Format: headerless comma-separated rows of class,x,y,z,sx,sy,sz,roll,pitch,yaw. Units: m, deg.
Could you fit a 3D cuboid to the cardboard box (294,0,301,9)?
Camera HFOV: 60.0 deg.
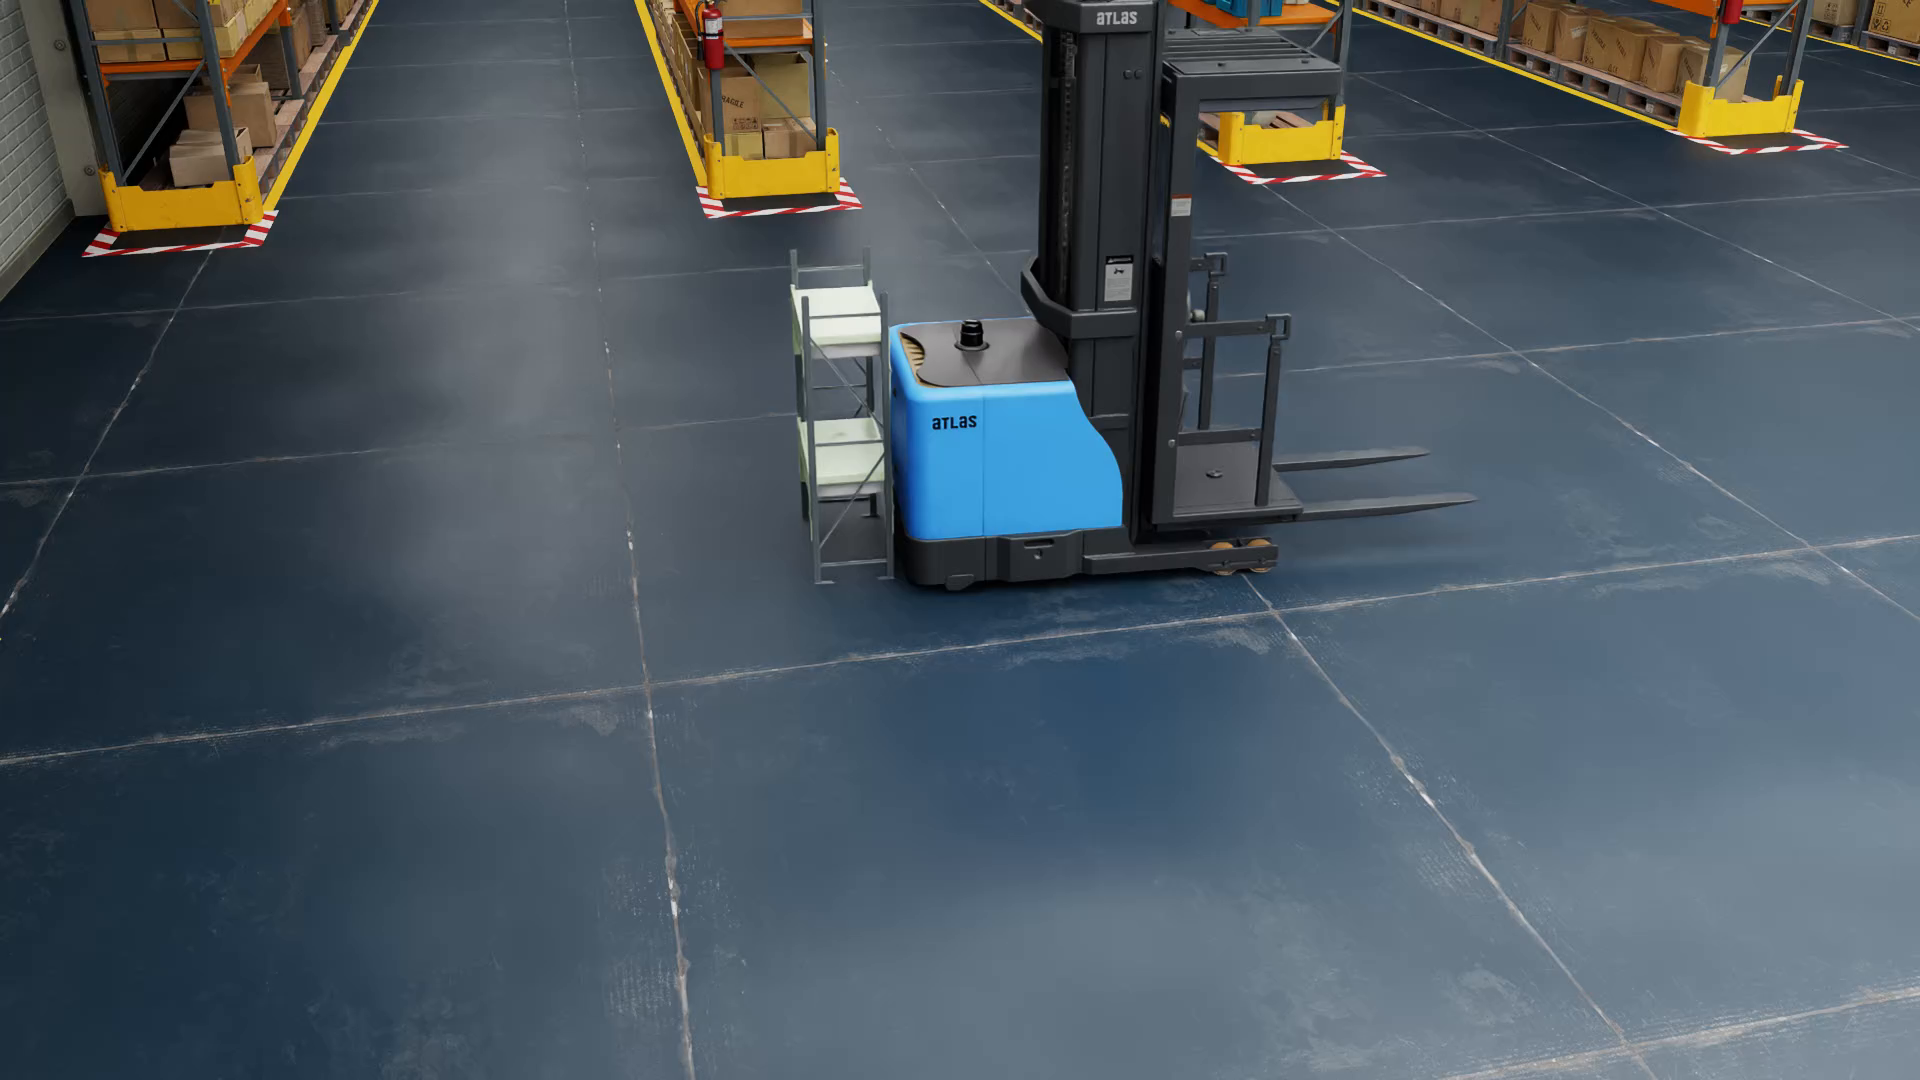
cardboard box,-8.032,-6.356,19.467,0.500,0.250,0.500,-5,27,-11

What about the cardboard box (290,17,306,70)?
cardboard box,-7.834,-5.603,18.809,0.700,0.500,0.500,-6,27,-11

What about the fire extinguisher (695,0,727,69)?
fire extinguisher,-2.110,-4.367,14.158,0.296,0.674,0.183,-6,27,-12

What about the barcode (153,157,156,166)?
barcode,-6.971,-3.276,14.397,0.001,0.075,0.075,-6,27,-12

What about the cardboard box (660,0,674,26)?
cardboard box,-3.299,-6.283,19.833,0.500,0.311,0.500,-6,27,-12

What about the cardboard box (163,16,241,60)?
cardboard box,-6.310,-4.184,13.855,0.500,0.250,0.500,-7,28,-13

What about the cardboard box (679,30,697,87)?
cardboard box,-2.560,-4.877,16.836,0.500,0.500,0.500,-6,27,-12

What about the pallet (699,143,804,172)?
pallet,-1.897,-3.587,15.622,1.003,0.211,1.213,-6,27,-12

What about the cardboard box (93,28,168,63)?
cardboard box,-6.803,-4.123,13.734,0.500,0.250,0.500,-6,27,-11

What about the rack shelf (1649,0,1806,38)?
rack shelf,7.518,-6.062,18.229,1.077,0.370,4.000,-6,27,-12

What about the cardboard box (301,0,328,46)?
cardboard box,-8.099,-6.277,20.144,0.700,0.500,0.500,-6,27,-11

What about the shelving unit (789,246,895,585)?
shelving unit,-0.590,-0.625,8.323,0.431,1.500,0.755,-4,27,-8

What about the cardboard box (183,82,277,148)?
cardboard box,-6.822,-3.966,15.565,0.700,0.500,0.500,-8,28,-15

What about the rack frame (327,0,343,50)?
rack frame,-8.312,-7.508,20.296,1.000,3.000,0.127,-6,27,-12

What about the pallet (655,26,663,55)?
pallet,-3.339,-6.402,21.200,1.003,0.211,1.213,-6,27,-12

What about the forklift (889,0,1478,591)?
forklift,1.160,-1.359,8.190,3.031,2.935,1.130,-4,27,-8

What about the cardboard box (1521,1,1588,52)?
cardboard box,7.118,-6.153,19.919,0.500,0.500,0.500,-7,28,-13

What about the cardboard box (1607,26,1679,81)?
cardboard box,7.554,-5.388,18.404,0.500,0.500,0.500,-3,27,-7

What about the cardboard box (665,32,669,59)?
cardboard box,-3.189,-5.816,19.529,0.500,0.250,0.500,-5,27,-10

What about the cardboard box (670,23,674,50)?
cardboard box,-2.956,-5.615,18.510,0.500,0.311,0.500,-6,27,-12

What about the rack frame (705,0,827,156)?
rack frame,-1.684,-4.500,14.337,1.000,3.000,0.127,-6,27,-12

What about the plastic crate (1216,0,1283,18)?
plastic crate,2.739,-5.125,15.739,0.499,0.251,0.616,-6,27,-12

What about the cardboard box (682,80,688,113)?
cardboard box,-2.561,-4.542,17.005,0.500,0.250,0.500,-6,27,-12

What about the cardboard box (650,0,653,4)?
cardboard box,-4.042,-7.707,22.976,0.500,0.500,0.500,-7,28,-13

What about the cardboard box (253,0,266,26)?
cardboard box,-6.661,-4.857,15.188,0.500,0.250,0.500,-6,27,-11

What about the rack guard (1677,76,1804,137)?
rack guard,7.952,-4.422,16.956,1.175,0.500,0.348,-6,27,-12

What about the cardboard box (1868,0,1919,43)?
cardboard box,11.996,-6.676,20.539,0.875,0.875,0.875,-6,27,-11

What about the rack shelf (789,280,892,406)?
rack shelf,-0.591,-0.973,8.147,0.431,0.370,0.720,-4,27,-8

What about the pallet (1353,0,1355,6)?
pallet,6.062,-8.126,24.614,1.003,0.211,1.213,-6,27,-12

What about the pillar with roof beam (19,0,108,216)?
pillar with roof beam,-3.315,-7.331,13.287,9.100,9.000,0.400,-6,27,-12

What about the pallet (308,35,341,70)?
pallet,-8.137,-5.920,20.244,1.003,0.211,1.213,-6,27,-12

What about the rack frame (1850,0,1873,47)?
rack frame,11.922,-7.720,20.716,1.000,3.000,0.127,-6,27,-12

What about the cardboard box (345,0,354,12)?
cardboard box,-8.541,-7.457,22.115,0.750,0.750,0.750,-6,27,-12

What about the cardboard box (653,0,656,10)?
cardboard box,-3.655,-6.963,21.179,0.500,0.311,0.500,-5,27,-10

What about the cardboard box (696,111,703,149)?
cardboard box,-2.217,-3.884,15.702,0.500,0.250,0.500,-6,27,-12

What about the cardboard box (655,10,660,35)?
cardboard box,-3.540,-6.492,20.869,0.500,0.250,0.500,-7,28,-13

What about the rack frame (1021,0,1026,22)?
rack frame,1.340,-8.514,22.289,1.000,3.000,0.127,-6,27,-12

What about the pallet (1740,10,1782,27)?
pallet,11.397,-7.343,23.064,1.003,0.211,1.213,-6,27,-12

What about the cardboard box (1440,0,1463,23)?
cardboard box,6.734,-7.070,21.714,0.700,0.500,0.500,-8,28,-16

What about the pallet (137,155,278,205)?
pallet,-6.675,-3.144,14.746,1.003,0.211,1.213,-6,27,-12

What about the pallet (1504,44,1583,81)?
pallet,7.253,-5.725,19.857,1.003,0.211,1.213,-6,27,-12

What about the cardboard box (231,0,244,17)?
cardboard box,-6.425,-4.731,14.105,0.500,0.500,0.500,-6,27,-11

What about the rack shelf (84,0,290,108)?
rack shelf,-6.960,-4.553,15.239,1.077,0.370,4.000,-6,27,-12

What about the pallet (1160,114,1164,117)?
pallet,2.631,-4.677,17.782,1.003,0.211,1.213,-6,27,-12

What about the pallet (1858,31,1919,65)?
pallet,12.018,-6.133,20.667,1.003,0.211,1.213,-6,27,-12

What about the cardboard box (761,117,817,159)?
cardboard box,-1.588,-3.718,15.373,0.500,0.250,0.500,-6,27,-12

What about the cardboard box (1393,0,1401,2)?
cardboard box,6.336,-7.805,23.171,0.700,0.500,0.500,-7,28,-14

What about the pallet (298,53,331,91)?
pallet,-7.866,-5.385,19.185,1.003,0.211,1.213,-6,27,-12

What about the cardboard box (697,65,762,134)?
cardboard box,-2.094,-4.000,15.100,0.500,0.500,0.500,-6,27,-12
